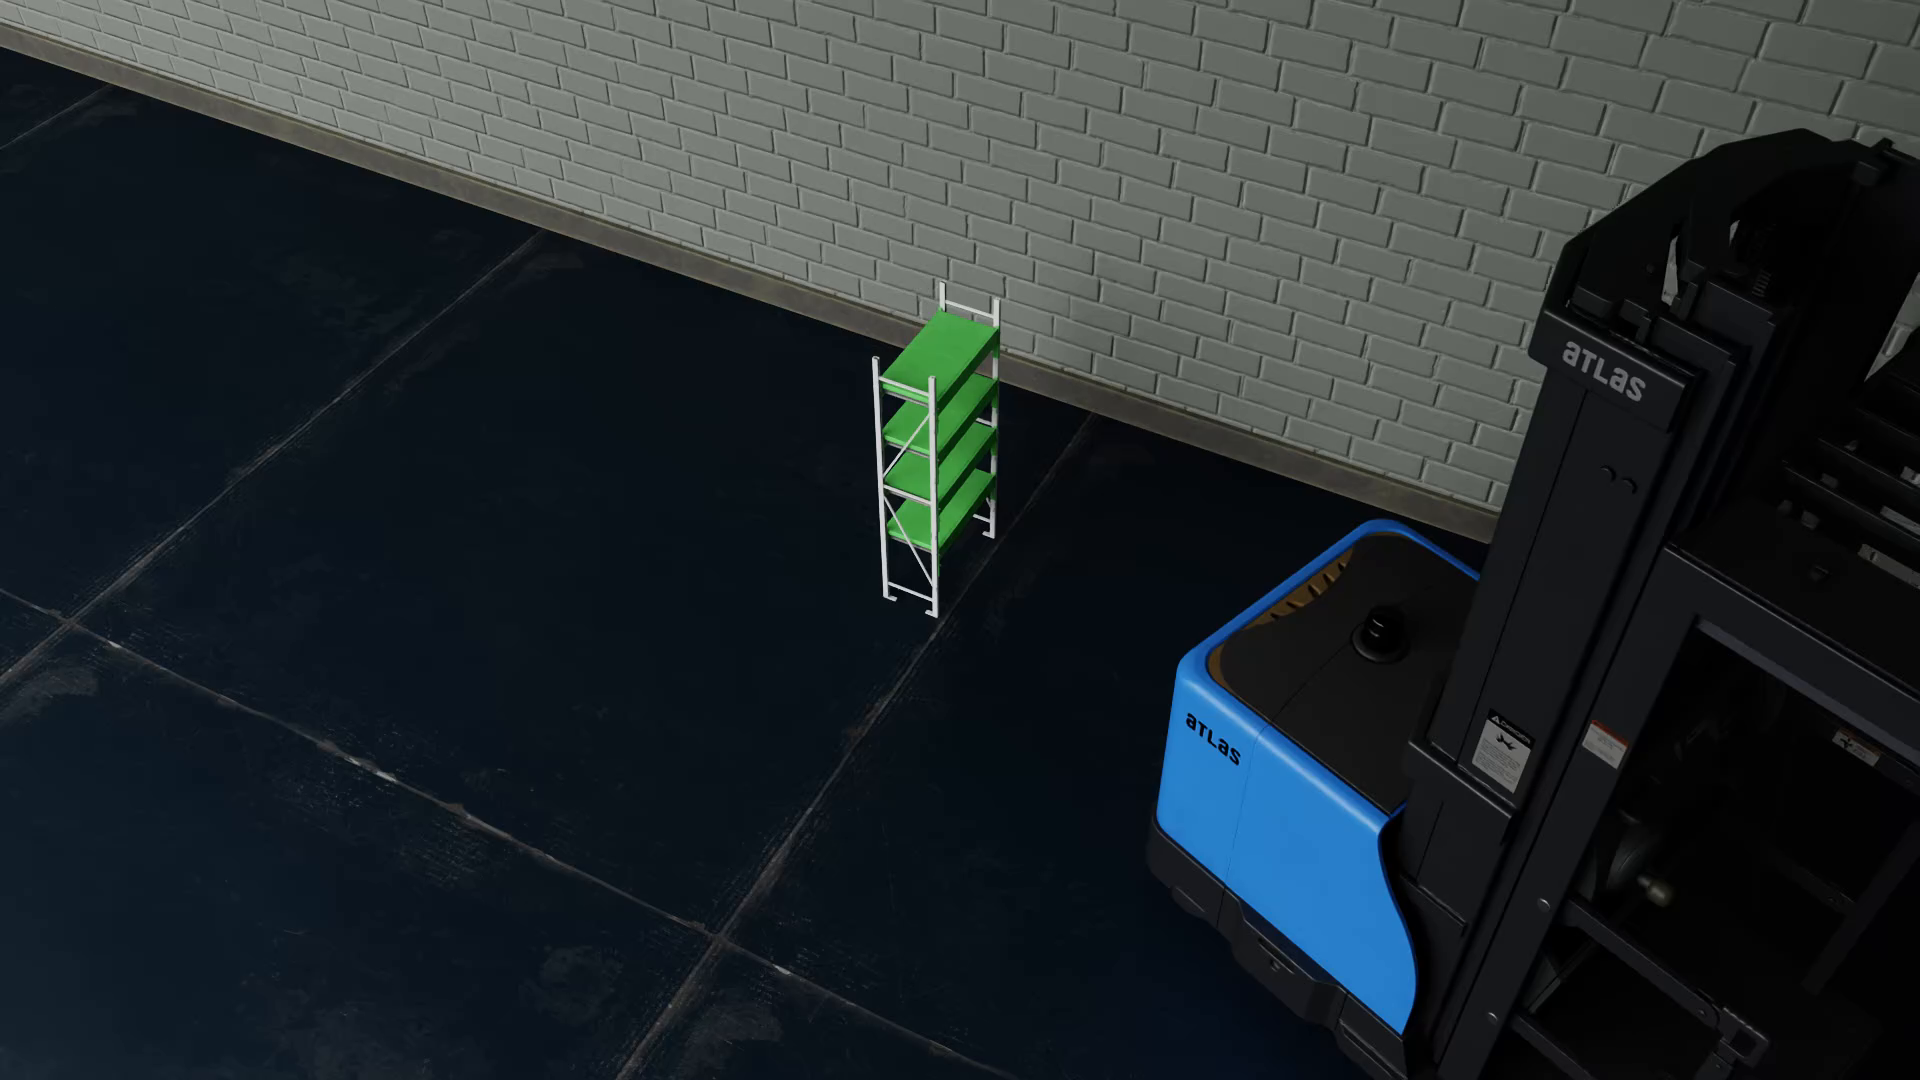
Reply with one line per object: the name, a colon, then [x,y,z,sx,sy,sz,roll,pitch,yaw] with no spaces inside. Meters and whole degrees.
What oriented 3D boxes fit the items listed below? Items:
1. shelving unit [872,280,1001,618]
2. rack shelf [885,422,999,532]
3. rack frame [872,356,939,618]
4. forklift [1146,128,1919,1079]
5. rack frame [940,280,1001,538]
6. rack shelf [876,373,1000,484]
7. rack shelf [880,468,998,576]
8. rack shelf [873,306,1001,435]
shelving unit: [-0.077,-0.317,6.220,0.258,1.200,0.503,20,49,19]
rack shelf: [-0.077,-0.273,6.266,0.258,0.148,0.480,20,49,19]
rack frame: [-0.190,-0.164,6.068,0.240,1.200,0.015,20,49,19]
forklift: [1.978,0.642,4.055,1.130,2.935,3.031,-32,54,-28]
rack frame: [0.036,-0.471,6.372,0.240,1.200,0.015,20,49,19]
rack shelf: [-0.077,-0.441,6.095,0.258,0.148,0.480,20,49,19]
rack shelf: [-0.077,-0.104,6.436,0.258,0.148,0.480,20,49,19]
rack shelf: [-0.077,-0.610,5.924,0.258,0.148,0.480,20,49,19]
